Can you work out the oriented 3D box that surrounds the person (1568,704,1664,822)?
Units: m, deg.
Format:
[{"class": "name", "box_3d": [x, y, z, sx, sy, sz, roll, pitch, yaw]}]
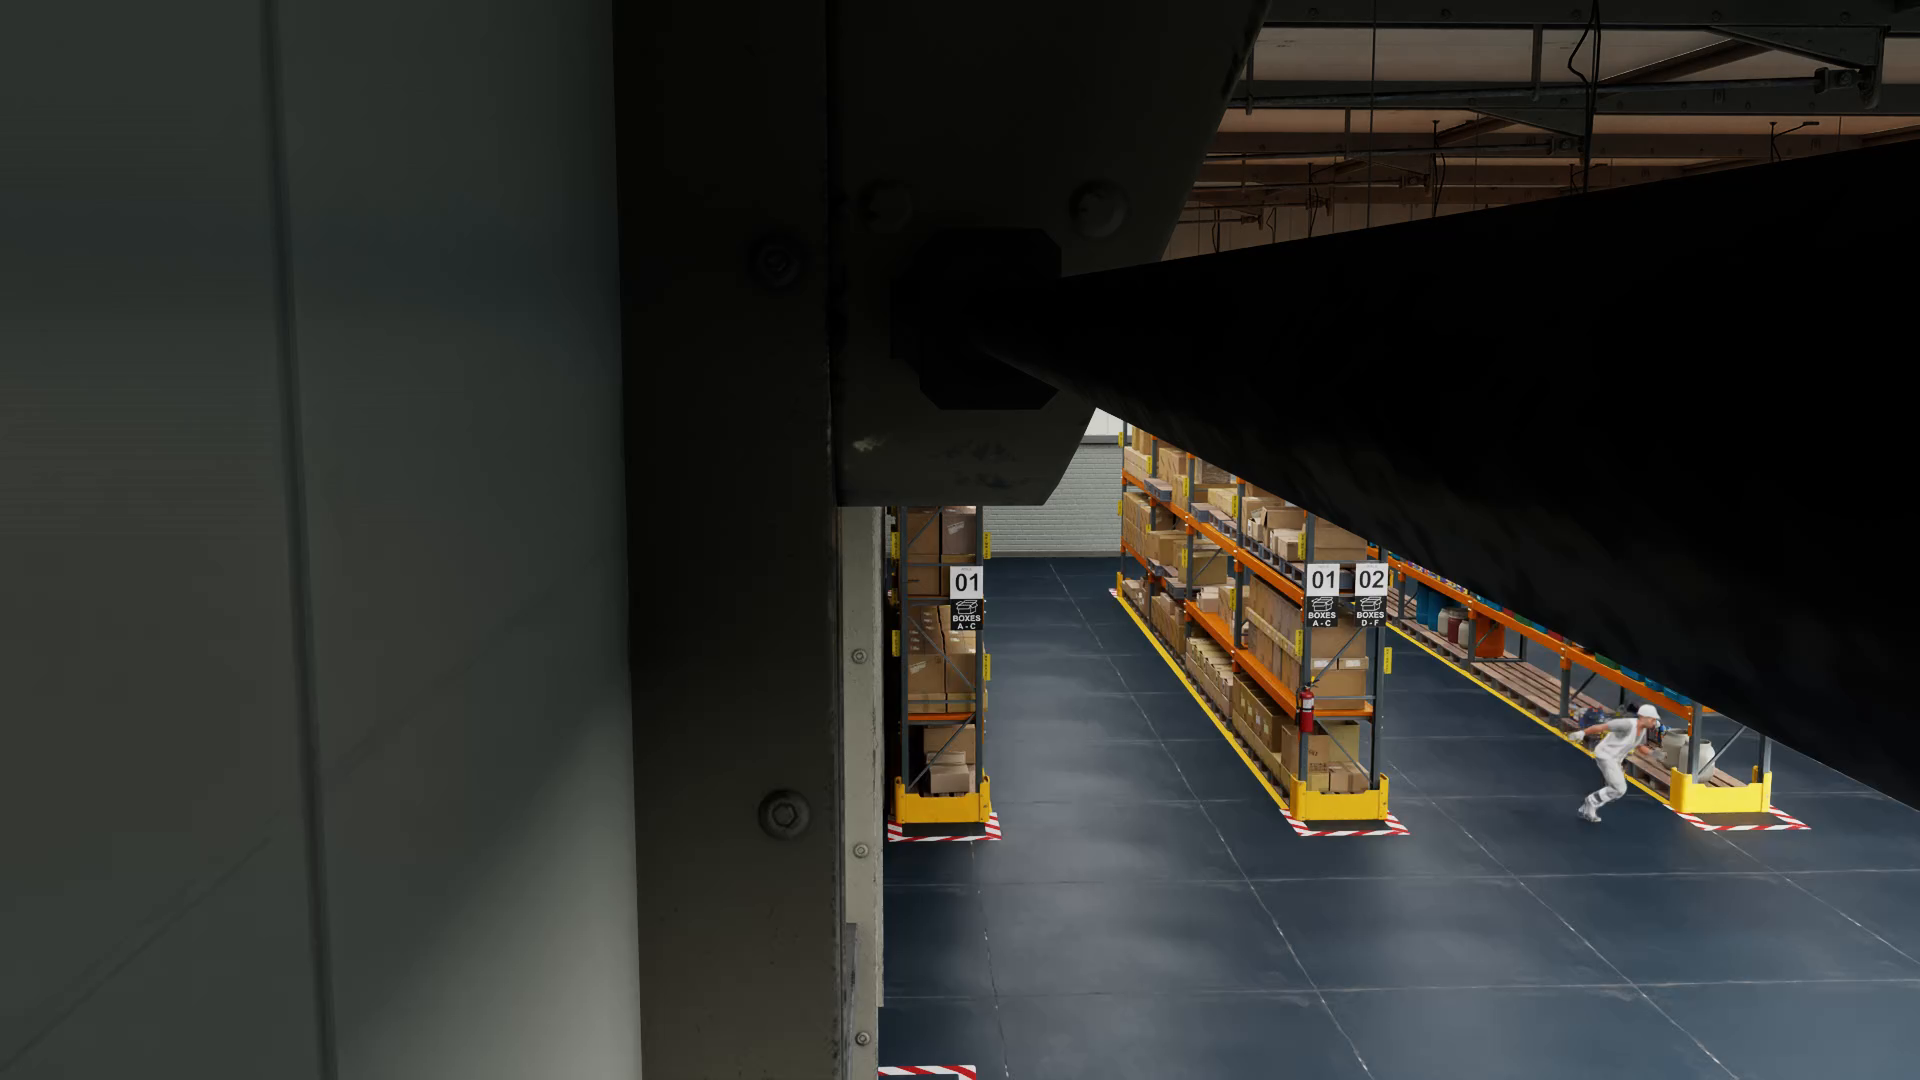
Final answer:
[{"class": "person", "box_3d": [8.021, 2.723, 20.261, 0.706, 1.532, 0.997, -7, 11, -42]}]
